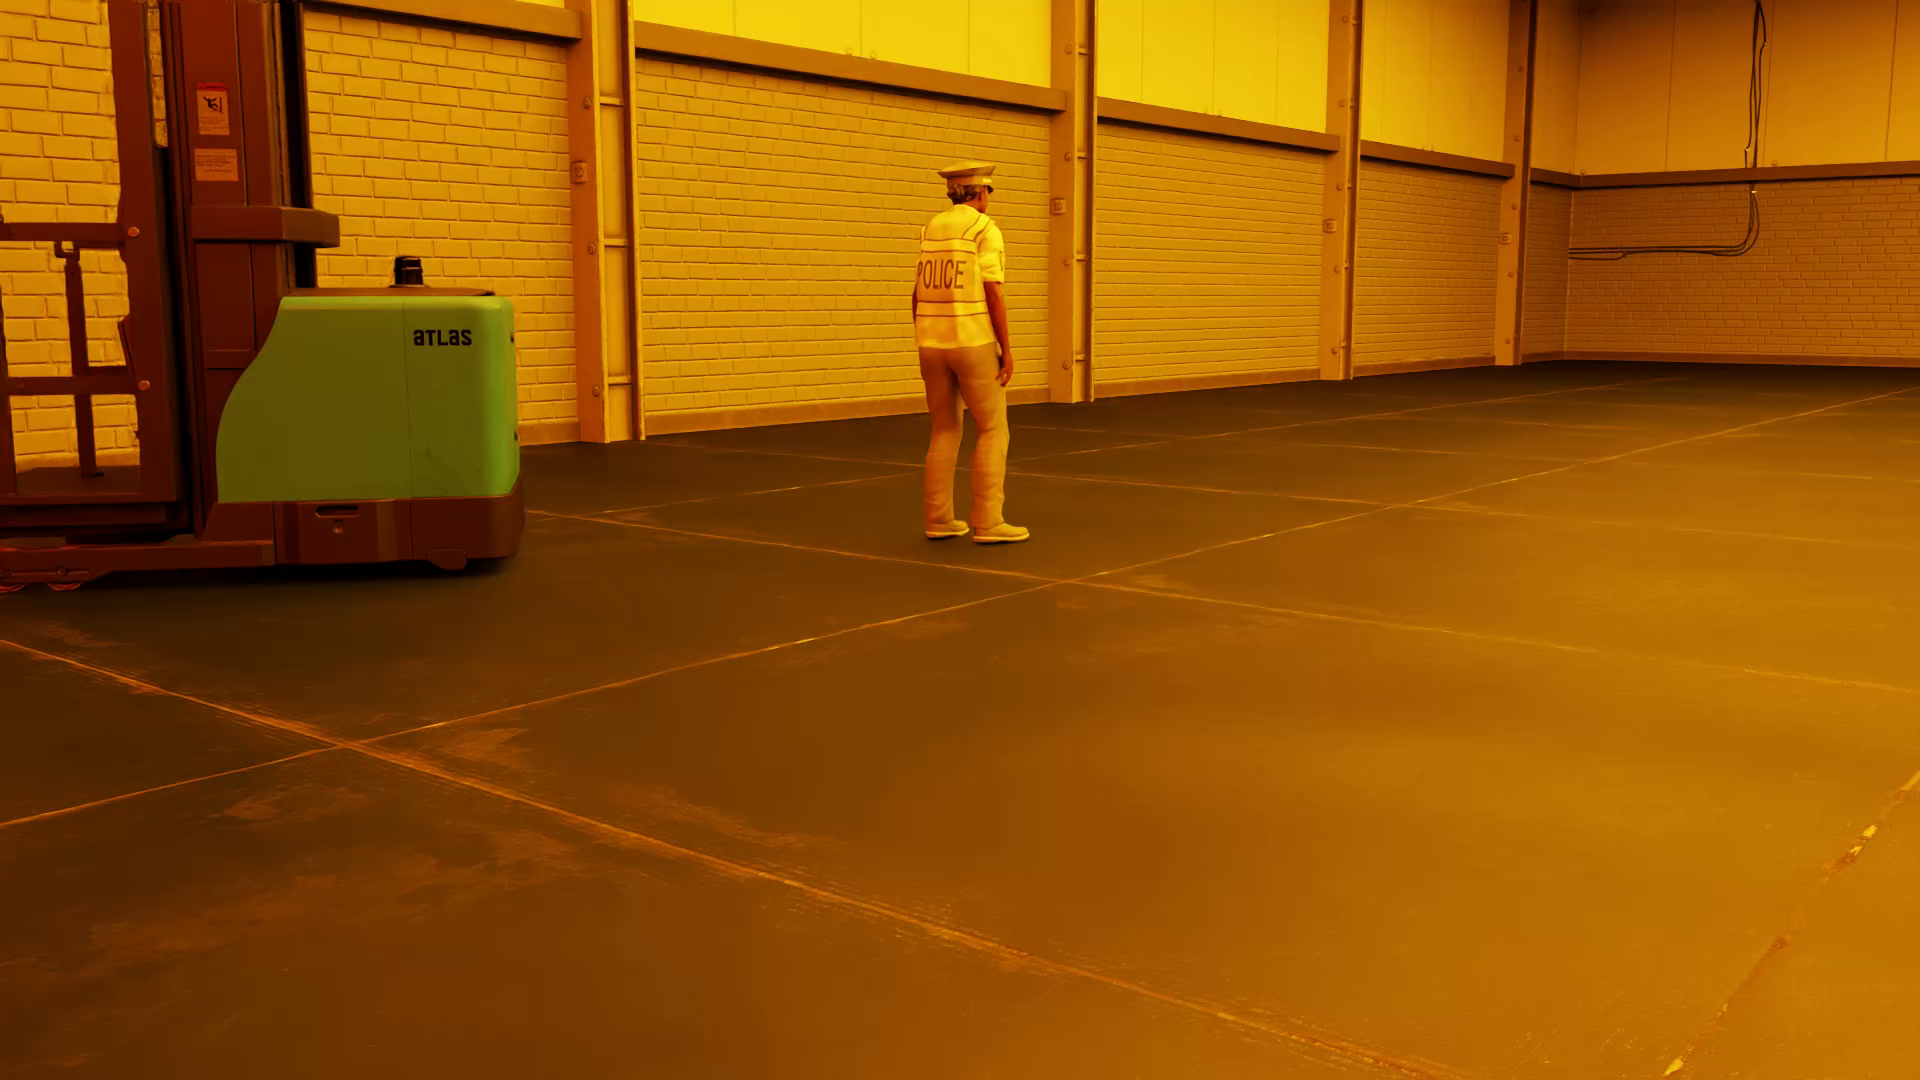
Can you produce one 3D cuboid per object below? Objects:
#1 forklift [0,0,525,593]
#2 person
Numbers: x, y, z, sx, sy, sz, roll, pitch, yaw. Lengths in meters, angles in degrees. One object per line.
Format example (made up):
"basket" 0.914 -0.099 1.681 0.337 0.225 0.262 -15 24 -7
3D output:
"forklift" -3.318 -1.340 6.438 3.031 2.935 1.130 -2 9 -12
"person" 0.023 -0.823 7.313 0.513 1.657 0.393 6 10 37
